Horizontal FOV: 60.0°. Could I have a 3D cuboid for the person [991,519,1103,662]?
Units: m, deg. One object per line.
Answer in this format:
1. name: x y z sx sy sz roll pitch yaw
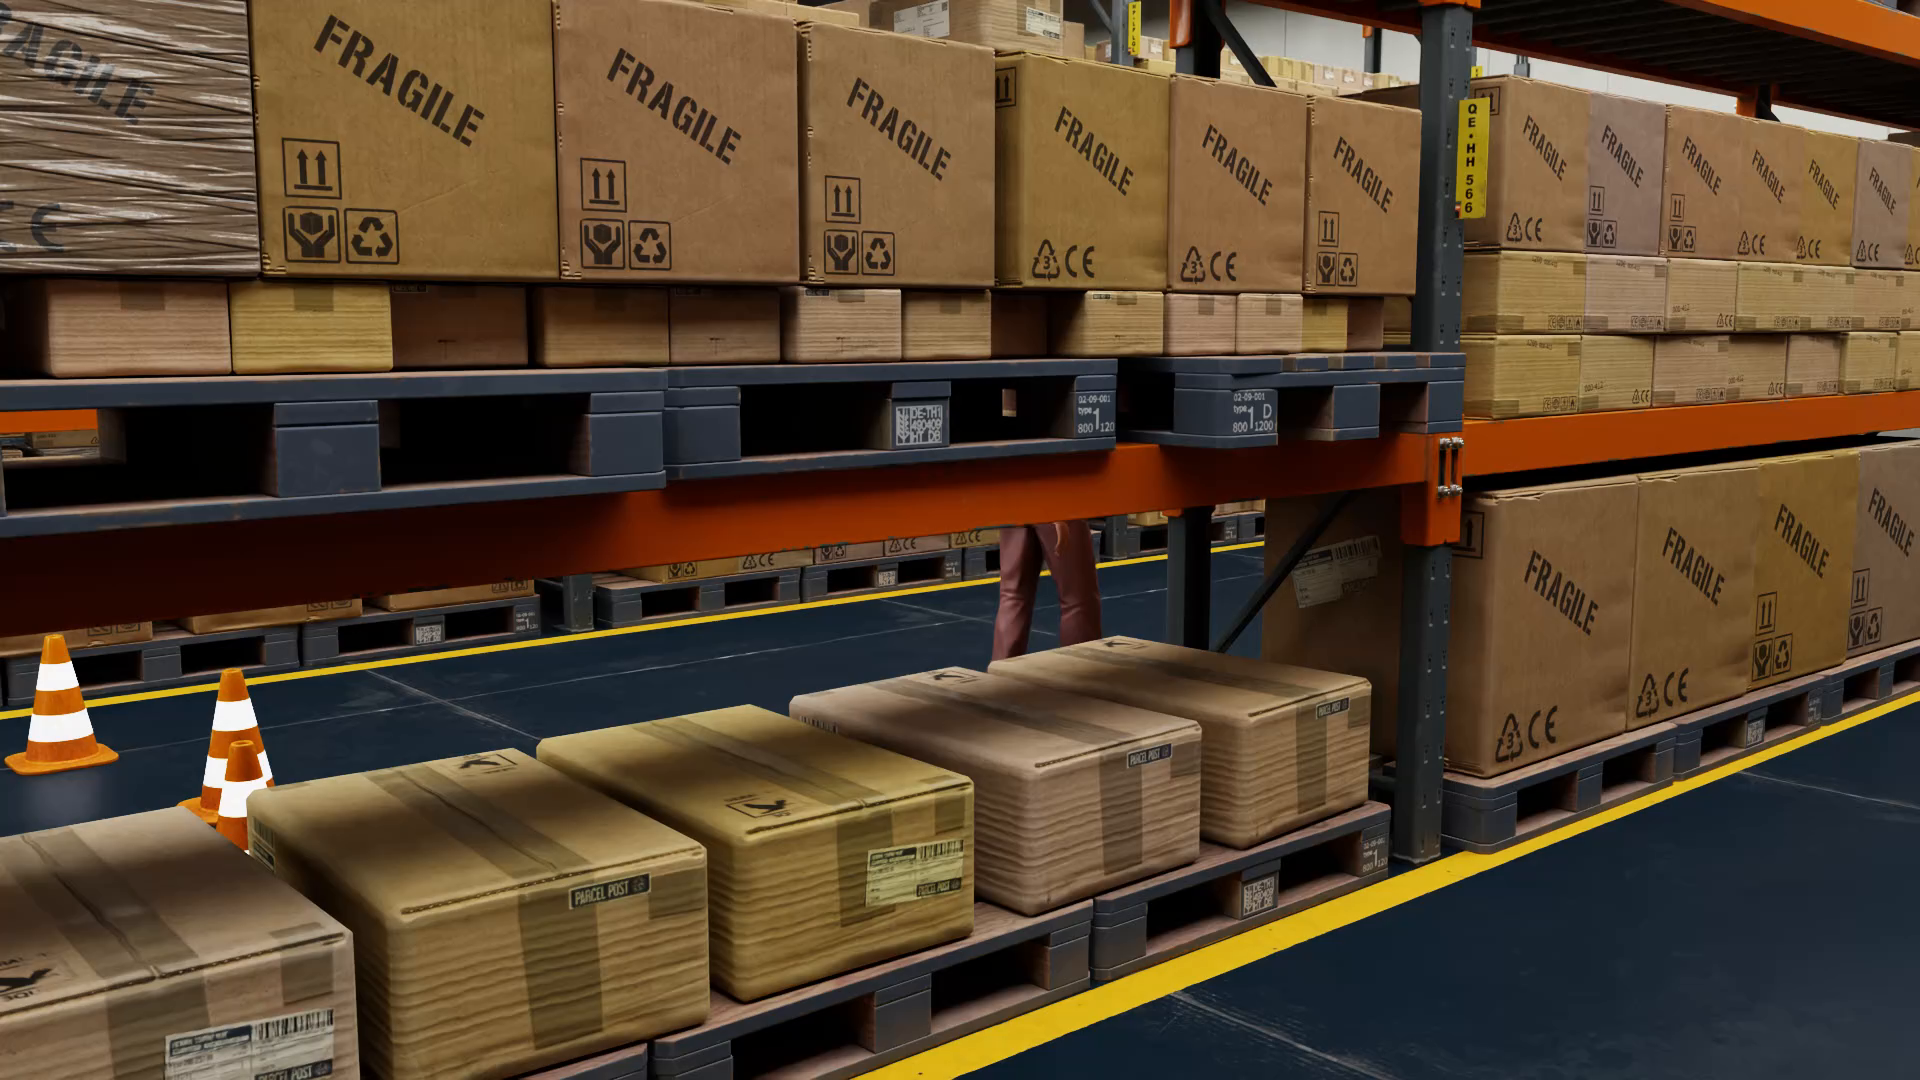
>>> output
1. person: 0.352 -0.107 6.578 0.444 1.659 0.658 7 10 41
